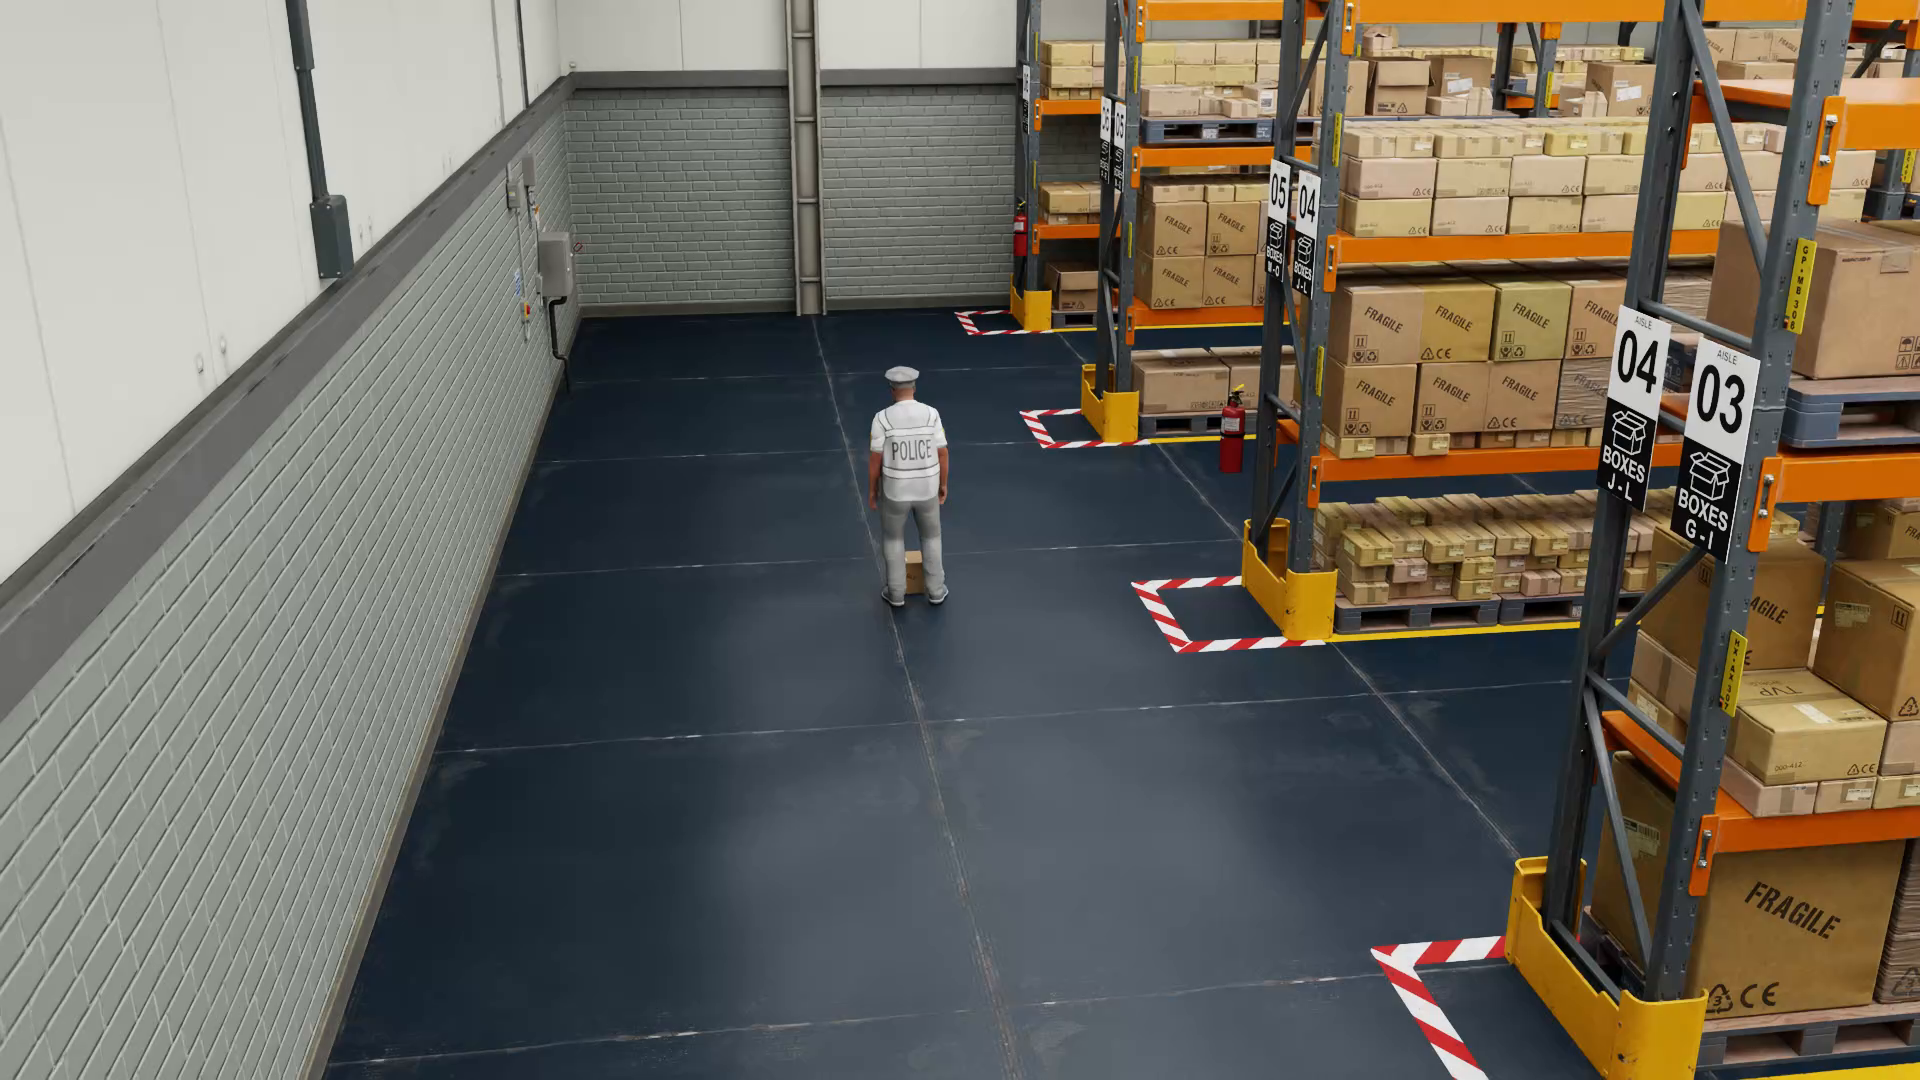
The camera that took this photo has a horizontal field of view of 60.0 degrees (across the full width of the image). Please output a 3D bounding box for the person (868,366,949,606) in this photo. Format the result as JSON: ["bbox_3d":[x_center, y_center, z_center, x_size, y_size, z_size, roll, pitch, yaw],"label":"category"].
[{"bbox_3d":[-0.366,-0.367,12.075,0.606,1.750,0.435,-4,20,-11],"label":"person"}]
